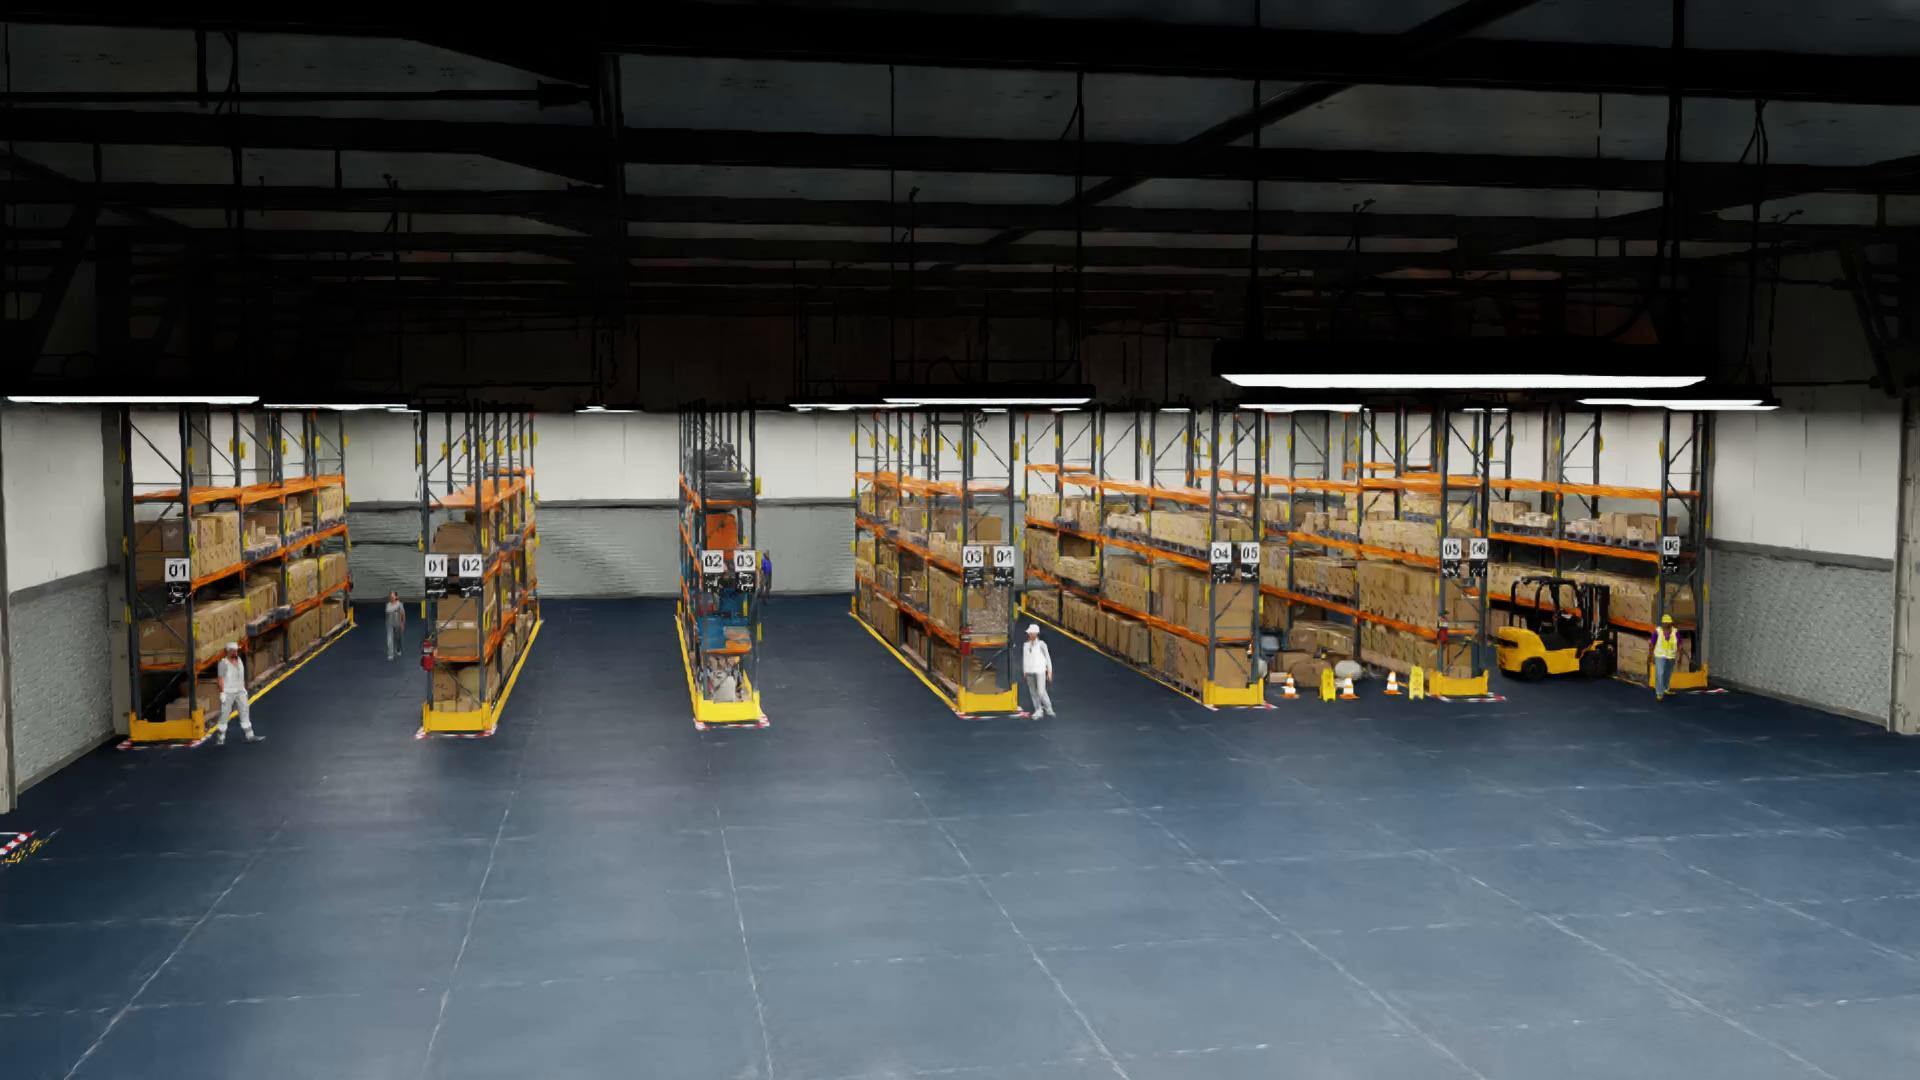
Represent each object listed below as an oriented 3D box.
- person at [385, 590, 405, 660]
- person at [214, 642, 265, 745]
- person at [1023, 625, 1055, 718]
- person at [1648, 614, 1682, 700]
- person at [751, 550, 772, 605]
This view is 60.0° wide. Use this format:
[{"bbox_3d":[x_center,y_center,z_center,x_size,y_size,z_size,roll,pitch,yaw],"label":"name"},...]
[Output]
[{"bbox_3d":[-13.230,1.974,38.959,0.455,1.612,1.019,-1,4,-12],"label":"person"},{"bbox_3d":[-12.560,2.642,28.831,0.565,1.781,0.722,2,5,28],"label":"person"},{"bbox_3d":[1.478,2.475,31.378,0.644,1.761,0.460,3,5,34],"label":"person"},{"bbox_3d":[14.230,2.345,33.545,0.615,1.716,0.973,1,4,10],"label":"person"},{"bbox_3d":[-5.953,1.148,49.979,0.491,1.621,0.653,3,5,37],"label":"person"}]
